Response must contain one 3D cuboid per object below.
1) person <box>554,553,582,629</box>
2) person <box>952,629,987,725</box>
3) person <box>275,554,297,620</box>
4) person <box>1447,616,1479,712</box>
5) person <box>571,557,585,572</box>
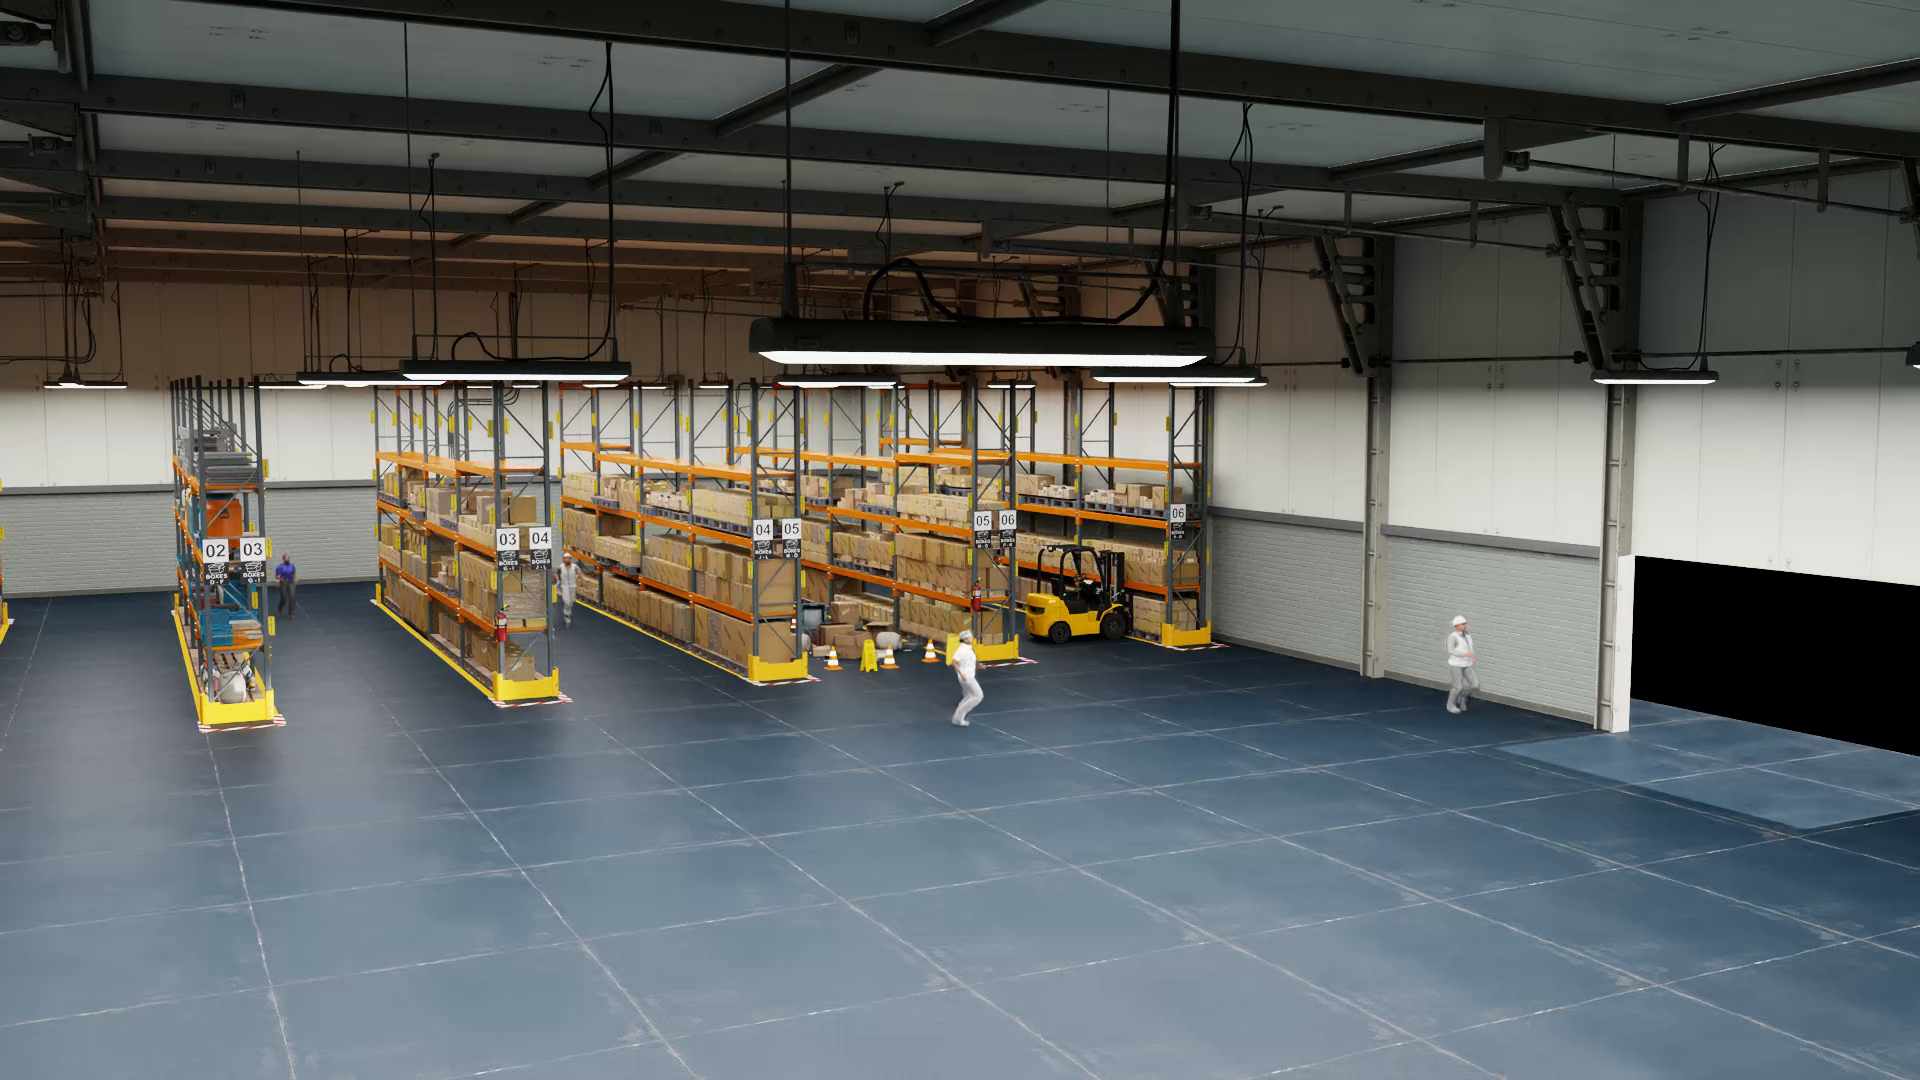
[{"bbox_3d":[-9.554,1.227,40.658,0.618,1.851,0.798,-2,6,-26],"label":"person"},{"bbox_3d":[0.164,2.352,28.504,0.592,1.660,0.560,0,5,5],"label":"person"},{"bbox_3d":[-17.086,1.164,42.157,0.564,1.654,0.876,-4,6,-38],"label":"person"},{"bbox_3d":[8.935,2.217,29.522,0.637,1.734,0.641,-3,6,-28],"label":"person"},{"bbox_3d":[-11.249,0.561,48.798,0.842,1.629,0.757,-1,5,-12],"label":"person"}]
